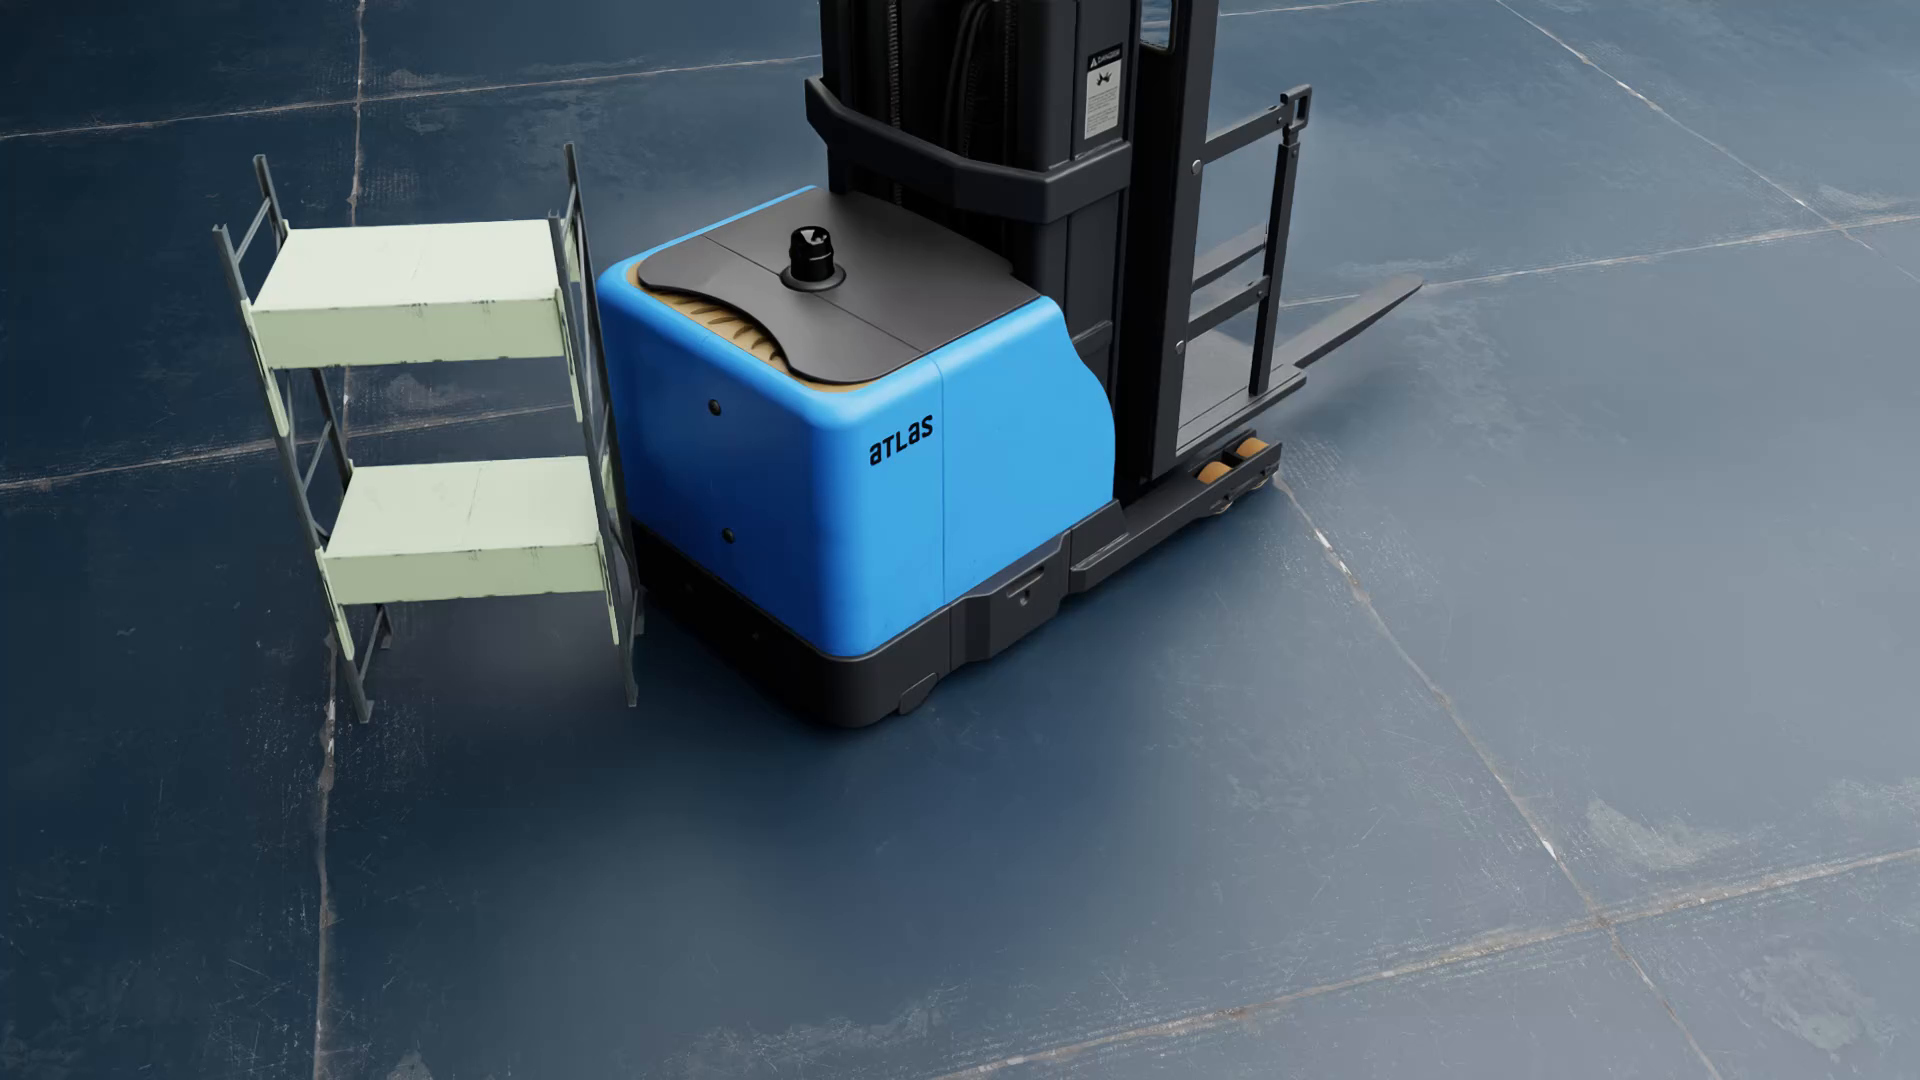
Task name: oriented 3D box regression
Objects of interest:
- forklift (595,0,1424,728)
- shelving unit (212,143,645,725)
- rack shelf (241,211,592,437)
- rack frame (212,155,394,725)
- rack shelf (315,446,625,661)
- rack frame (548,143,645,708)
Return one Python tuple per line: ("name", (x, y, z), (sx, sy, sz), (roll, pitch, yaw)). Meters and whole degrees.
("forklift", (0.409, -1.449, 4.731), (3.031, 2.935, 1.130), (-31, 47, -34))
("shelving unit", (-1.296, -0.228, 4.314), (0.755, 1.500, 0.431), (-3, 38, -4))
("rack shelf", (-1.296, -0.538, 4.077), (0.720, 0.370, 0.431), (-3, 38, -4))
("rack frame", (-1.660, -0.208, 4.287), (0.023, 1.500, 0.400), (-3, 38, -4))
("rack shelf", (-1.296, 0.031, 4.512), (0.720, 0.370, 0.431), (-3, 38, -4))
("rack frame", (-0.931, -0.248, 4.340), (0.023, 1.500, 0.400), (-3, 38, -4))
